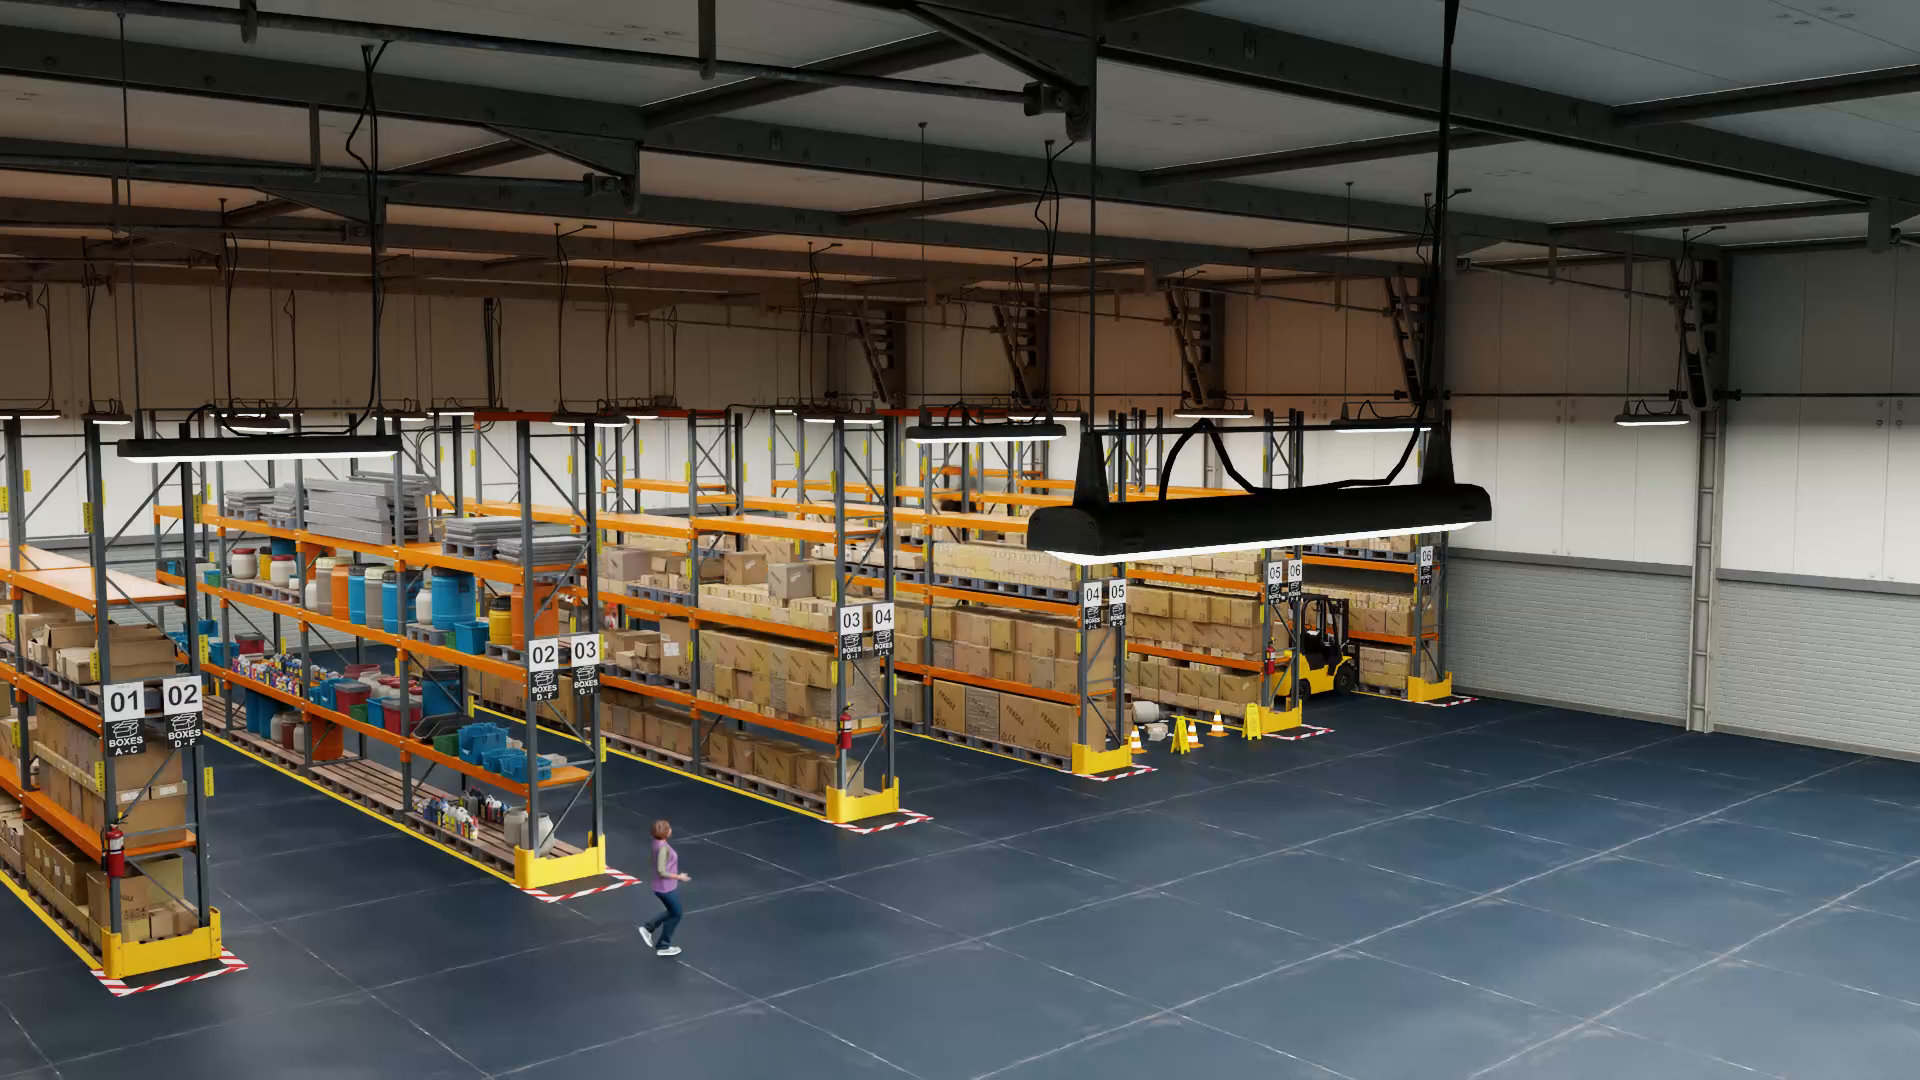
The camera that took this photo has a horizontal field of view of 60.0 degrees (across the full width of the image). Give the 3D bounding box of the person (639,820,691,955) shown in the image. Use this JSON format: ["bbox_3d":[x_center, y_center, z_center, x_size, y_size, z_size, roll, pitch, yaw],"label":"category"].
[{"bbox_3d":[-3.333,3.912,18.718,0.560,1.550,0.532,-2,5,-19],"label":"person"}]

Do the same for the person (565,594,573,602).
[{"bbox_3d":[-9.541,1.938,40.441,0.737,1.710,0.798,4,7,41],"label":"person"}]

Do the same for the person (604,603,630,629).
[{"bbox_3d":[-7.537,2.239,36.650,0.699,1.734,0.684,-3,6,-32],"label":"person"}]

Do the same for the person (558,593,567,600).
[{"bbox_3d":[-9.552,2.073,39.041,0.859,1.669,0.623,-2,5,-20],"label":"person"}]
